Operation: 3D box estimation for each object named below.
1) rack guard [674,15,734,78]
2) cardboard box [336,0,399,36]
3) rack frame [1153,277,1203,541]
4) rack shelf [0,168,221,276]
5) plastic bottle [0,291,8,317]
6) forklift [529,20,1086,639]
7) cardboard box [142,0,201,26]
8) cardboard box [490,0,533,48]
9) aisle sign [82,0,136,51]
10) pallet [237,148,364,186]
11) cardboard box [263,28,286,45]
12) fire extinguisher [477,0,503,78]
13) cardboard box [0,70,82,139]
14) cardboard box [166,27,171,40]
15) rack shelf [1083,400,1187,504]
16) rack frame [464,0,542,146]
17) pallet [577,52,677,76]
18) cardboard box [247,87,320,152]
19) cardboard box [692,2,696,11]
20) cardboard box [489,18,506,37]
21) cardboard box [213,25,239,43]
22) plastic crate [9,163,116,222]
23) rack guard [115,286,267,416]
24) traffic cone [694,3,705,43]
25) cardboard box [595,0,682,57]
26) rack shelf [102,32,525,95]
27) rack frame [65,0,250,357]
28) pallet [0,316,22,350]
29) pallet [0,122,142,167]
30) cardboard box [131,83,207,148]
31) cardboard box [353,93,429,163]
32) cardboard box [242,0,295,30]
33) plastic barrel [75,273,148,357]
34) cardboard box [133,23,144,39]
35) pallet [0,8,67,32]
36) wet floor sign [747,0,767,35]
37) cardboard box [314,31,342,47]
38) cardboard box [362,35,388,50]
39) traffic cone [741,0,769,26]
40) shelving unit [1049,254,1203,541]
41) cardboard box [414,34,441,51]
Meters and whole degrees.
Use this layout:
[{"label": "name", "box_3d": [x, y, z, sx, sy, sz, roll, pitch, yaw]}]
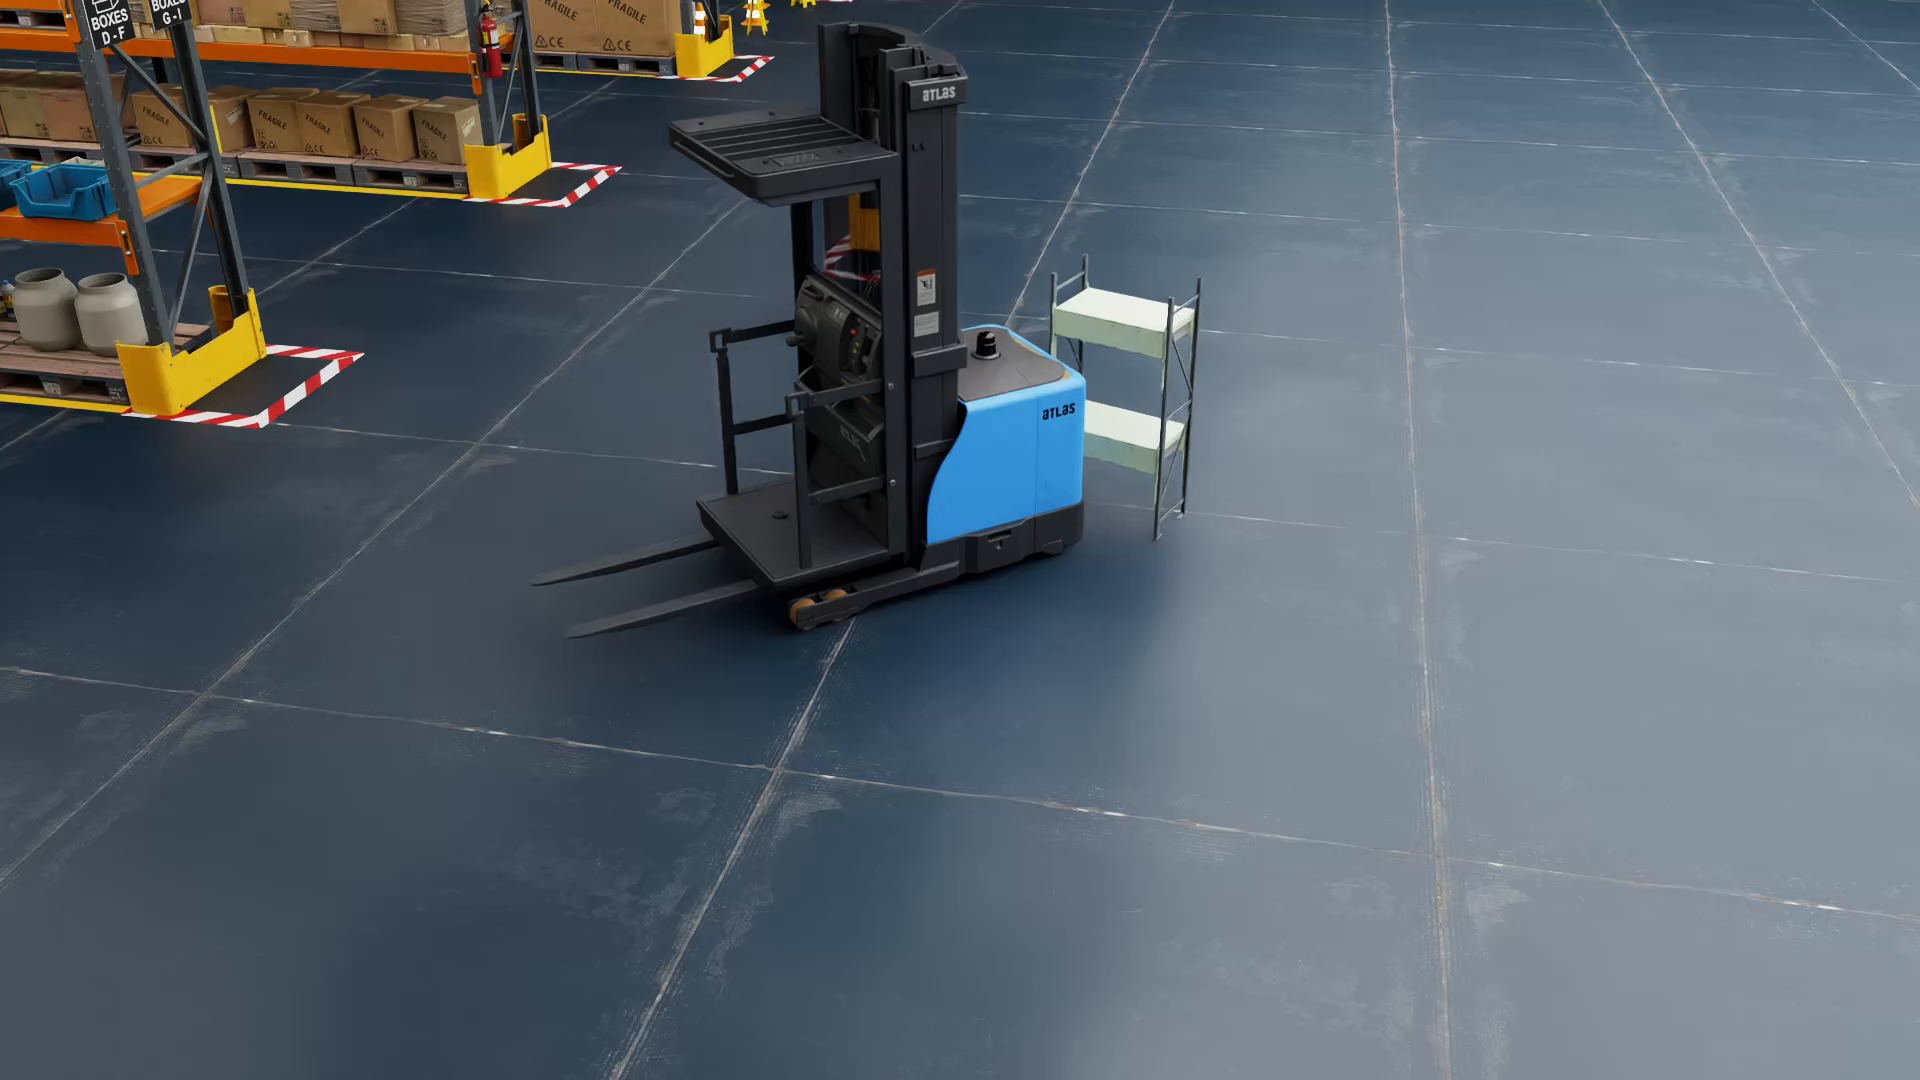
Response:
[{"label": "rack guard", "box_3d": [-3.101, -6.002, 20.193, 0.348, 0.500, 1.175, 6, 29, 11]}, {"label": "cardboard box", "box_3d": [-5.306, -5.018, 15.378, 0.500, 0.500, 0.875, 6, 29, 11]}, {"label": "rack frame", "box_3d": [1.248, -0.735, 9.531, 0.023, 1.500, 0.400, 17, 33, 28]}, {"label": "rack shelf", "box_3d": [-7.250, -2.341, 11.651, 4.000, 0.370, 1.077, 6, 29, 11]}, {"label": "plastic bottle", "box_3d": [-7.103, -1.760, 12.297, 0.097, 0.201, 0.097, 0, 29, 0]}, {"label": "forklift", "box_3d": [-0.824, -1.094, 8.697, 3.031, 2.935, 1.130, -15, 32, -26]}, {"label": "cardboard box", "box_3d": [-7.263, -5.216, 15.741, 0.500, 0.500, 0.875, 6, 29, 11]}, {"label": "cardboard box", "box_3d": [-5.554, -6.570, 20.402, 0.875, 0.875, 0.875, 6, 29, 11]}, {"label": "aisle sign", "box_3d": [-5.286, -3.449, 10.220, 0.004, 0.787, 0.394, 6, 29, 11]}, {"label": "pallet", "box_3d": [-6.310, -3.788, 16.449, 1.213, 0.211, 1.003, 6, 29, 11]}, {"label": "cardboard box", "box_3d": [-6.300, -4.762, 15.586, 0.250, 0.149, 0.380, 6, 29, 11]}, {"label": "fire extinguisher", "box_3d": [-4.244, -4.520, 14.963, 0.183, 0.674, 0.296, 6, 29, 11]}, {"label": "cardboard box", "box_3d": [-9.230, -4.408, 16.822, 0.500, 0.500, 0.700, 6, 29, 10]}, {"label": "cardboard box", "box_3d": [-7.285, -4.846, 15.740, 0.250, 0.149, 0.380, 6, 29, 11]}, {"label": "rack shelf", "box_3d": [0.939, -0.543, 9.860, 0.720, 0.370, 0.431, 17, 33, 28]}, {"label": "rack frame", "box_3d": [-4.260, -4.782, 15.361, 0.127, 3.000, 1.000, 6, 29, 11]}, {"label": "pallet", "box_3d": [-3.923, -5.921, 20.346, 1.213, 0.211, 1.003, 6, 29, 11]}, {"label": "cardboard box", "box_3d": [-6.603, -4.132, 16.340, 0.500, 0.500, 0.500, 3, 29, 6]}, {"label": "cardboard box", "box_3d": [-3.893, -7.368, 23.053, 0.250, 0.149, 0.380, 23, 36, 36]}, {"label": "cardboard box", "box_3d": [-4.488, -4.812, 15.678, 0.250, 0.149, 0.380, 6, 29, 11]}, {"label": "cardboard box", "box_3d": [-6.796, -4.796, 15.648, 0.250, 0.149, 0.380, 6, 29, 11]}, {"label": "plastic crate", "box_3d": [-5.846, -2.300, 10.983, 0.616, 0.251, 0.499, 6, 29, 11]}, {"label": "rack guard", "box_3d": [-5.378, -1.345, 11.686, 0.348, 0.500, 1.175, 6, 29, 11]}, {"label": "traffic cone", "box_3d": [-3.348, -6.708, 21.521, 0.334, 0.463, 0.336, 6, 29, 11]}, {"label": "cardboard box", "box_3d": [-3.802, -6.390, 20.074, 0.875, 0.875, 0.875, 6, 29, 11]}, {"label": "rack shelf", "box_3d": [-6.215, -4.667, 15.900, 4.000, 0.370, 1.077, 6, 29, 11]}, {"label": "rack frame", "box_3d": [-5.294, -2.456, 11.112, 0.127, 3.000, 1.000, 6, 29, 11]}, {"label": "pallet", "box_3d": [-7.361, -1.425, 12.134, 1.213, 0.211, 1.003, 6, 29, 11]}, {"label": "pallet", "box_3d": [-8.933, -4.037, 16.904, 1.213, 0.211, 1.003, 6, 29, 11]}, {"label": "cardboard box", "box_3d": [-7.789, -4.212, 16.485, 0.500, 0.500, 0.500, 5, 29, 9]}, {"label": "cardboard box", "box_3d": [-5.459, -3.984, 16.069, 0.500, 0.500, 0.500, 14, 32, 24]}, {"label": "cardboard box", "box_3d": [-6.272, -5.144, 15.608, 0.500, 0.500, 0.875, 6, 29, 11]}, {"label": "plastic barrel", "box_3d": [-5.953, -1.579, 11.664, 0.421, 0.512, 0.421, 0, 29, 0]}, {"label": "cardboard box", "box_3d": [-7.782, -4.879, 15.799, 0.250, 0.149, 0.380, 6, 29, 11]}, {"label": "pallet", "box_3d": [-8.888, -5.244, 16.404, 1.213, 0.211, 1.003, 6, 29, 11]}, {"label": "wet floor sign", "box_3d": [-2.683, -6.995, 21.855, 0.232, 0.644, 0.267, 1, 29, 2]}, {"label": "cardboard box", "box_3d": [-5.807, -4.721, 15.511, 0.250, 0.149, 0.380, 6, 29, 11]}, {"label": "cardboard box", "box_3d": [-5.322, -4.662, 15.403, 0.250, 0.149, 0.380, 6, 29, 11]}, {"label": "traffic cone", "box_3d": [-2.779, -7.205, 22.429, 0.334, 0.463, 0.336, 6, 29, 11]}, {"label": "shelving unit", "box_3d": [0.939, -0.829, 9.703, 0.755, 1.500, 0.431, 17, 33, 28]}, {"label": "cardboard box", "box_3d": [-4.826, -4.629, 15.342, 0.250, 0.149, 0.380, 6, 29, 11]}]
